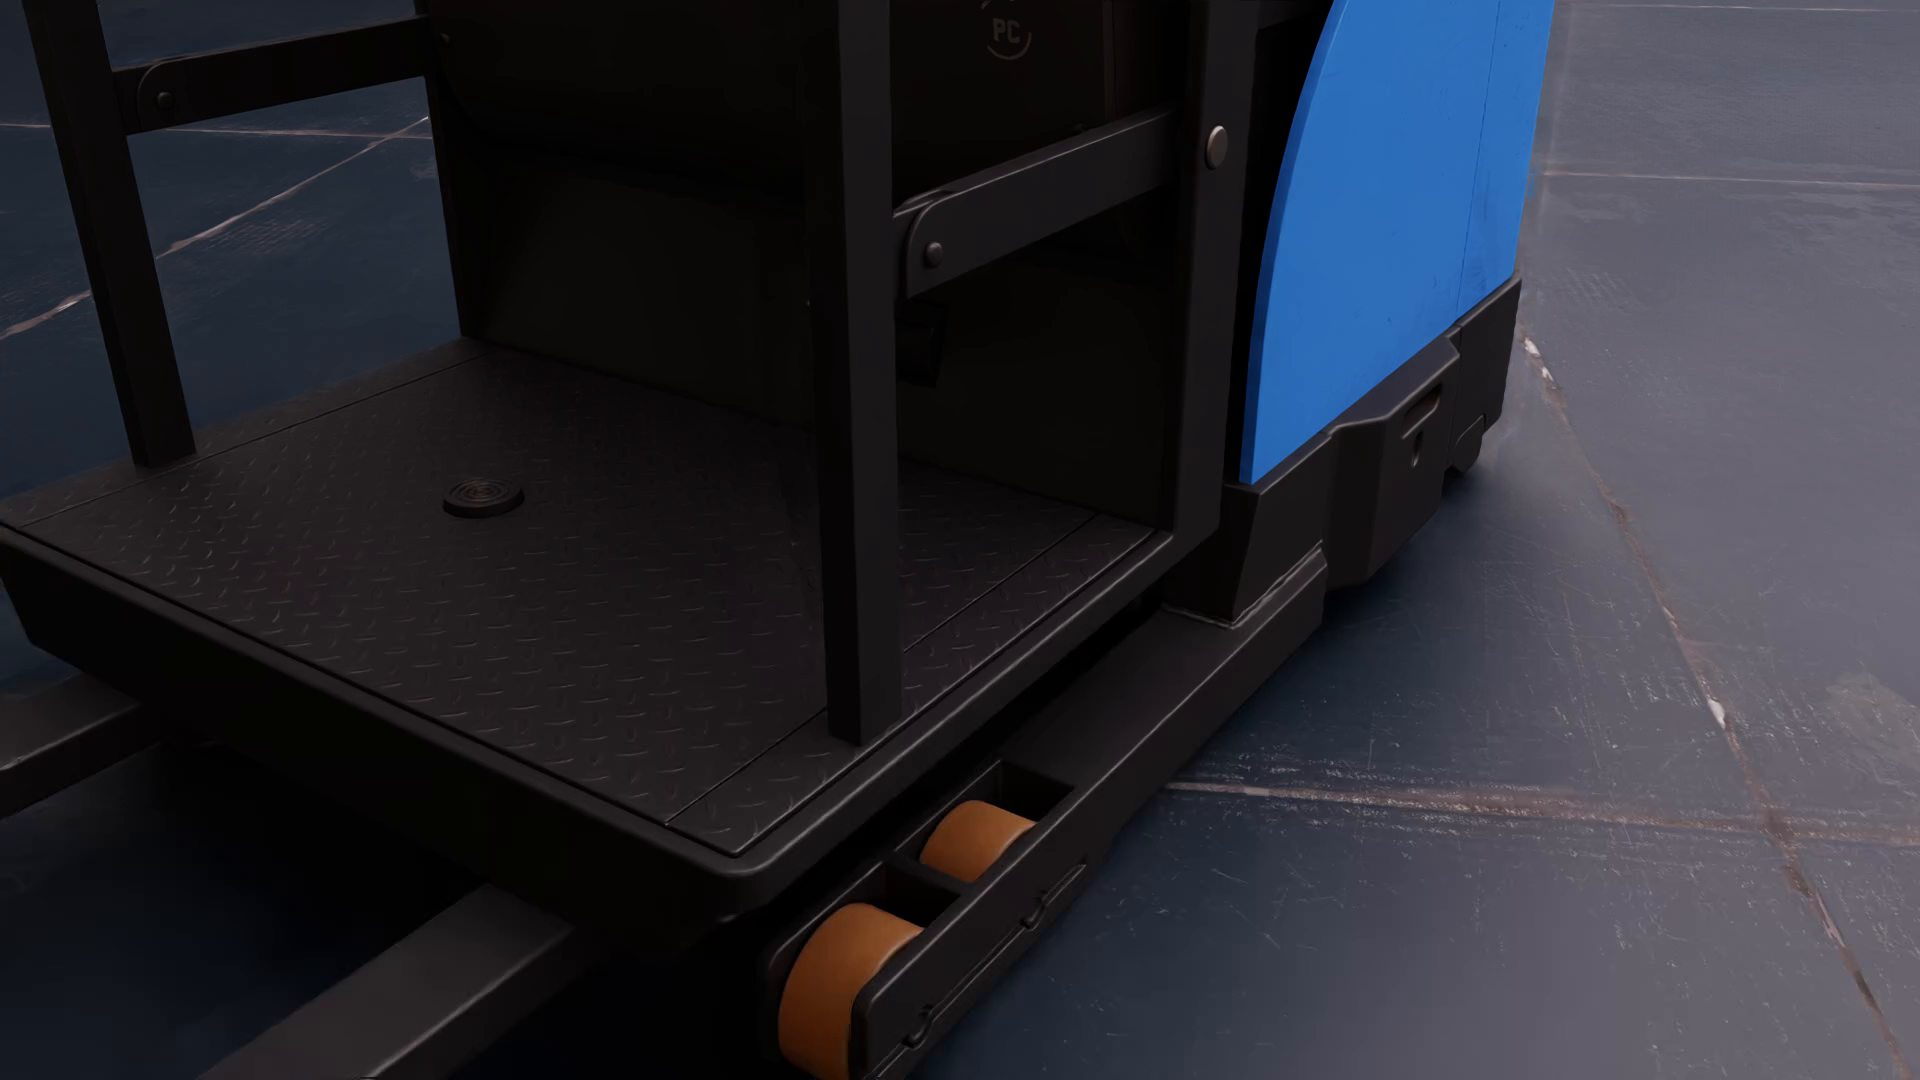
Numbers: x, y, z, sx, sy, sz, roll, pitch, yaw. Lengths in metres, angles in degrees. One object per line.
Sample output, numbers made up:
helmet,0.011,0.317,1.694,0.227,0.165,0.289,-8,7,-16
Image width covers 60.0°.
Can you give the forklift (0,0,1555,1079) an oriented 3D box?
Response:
forklift,-0.340,-1.056,1.333,1.130,2.935,3.031,17,31,30
